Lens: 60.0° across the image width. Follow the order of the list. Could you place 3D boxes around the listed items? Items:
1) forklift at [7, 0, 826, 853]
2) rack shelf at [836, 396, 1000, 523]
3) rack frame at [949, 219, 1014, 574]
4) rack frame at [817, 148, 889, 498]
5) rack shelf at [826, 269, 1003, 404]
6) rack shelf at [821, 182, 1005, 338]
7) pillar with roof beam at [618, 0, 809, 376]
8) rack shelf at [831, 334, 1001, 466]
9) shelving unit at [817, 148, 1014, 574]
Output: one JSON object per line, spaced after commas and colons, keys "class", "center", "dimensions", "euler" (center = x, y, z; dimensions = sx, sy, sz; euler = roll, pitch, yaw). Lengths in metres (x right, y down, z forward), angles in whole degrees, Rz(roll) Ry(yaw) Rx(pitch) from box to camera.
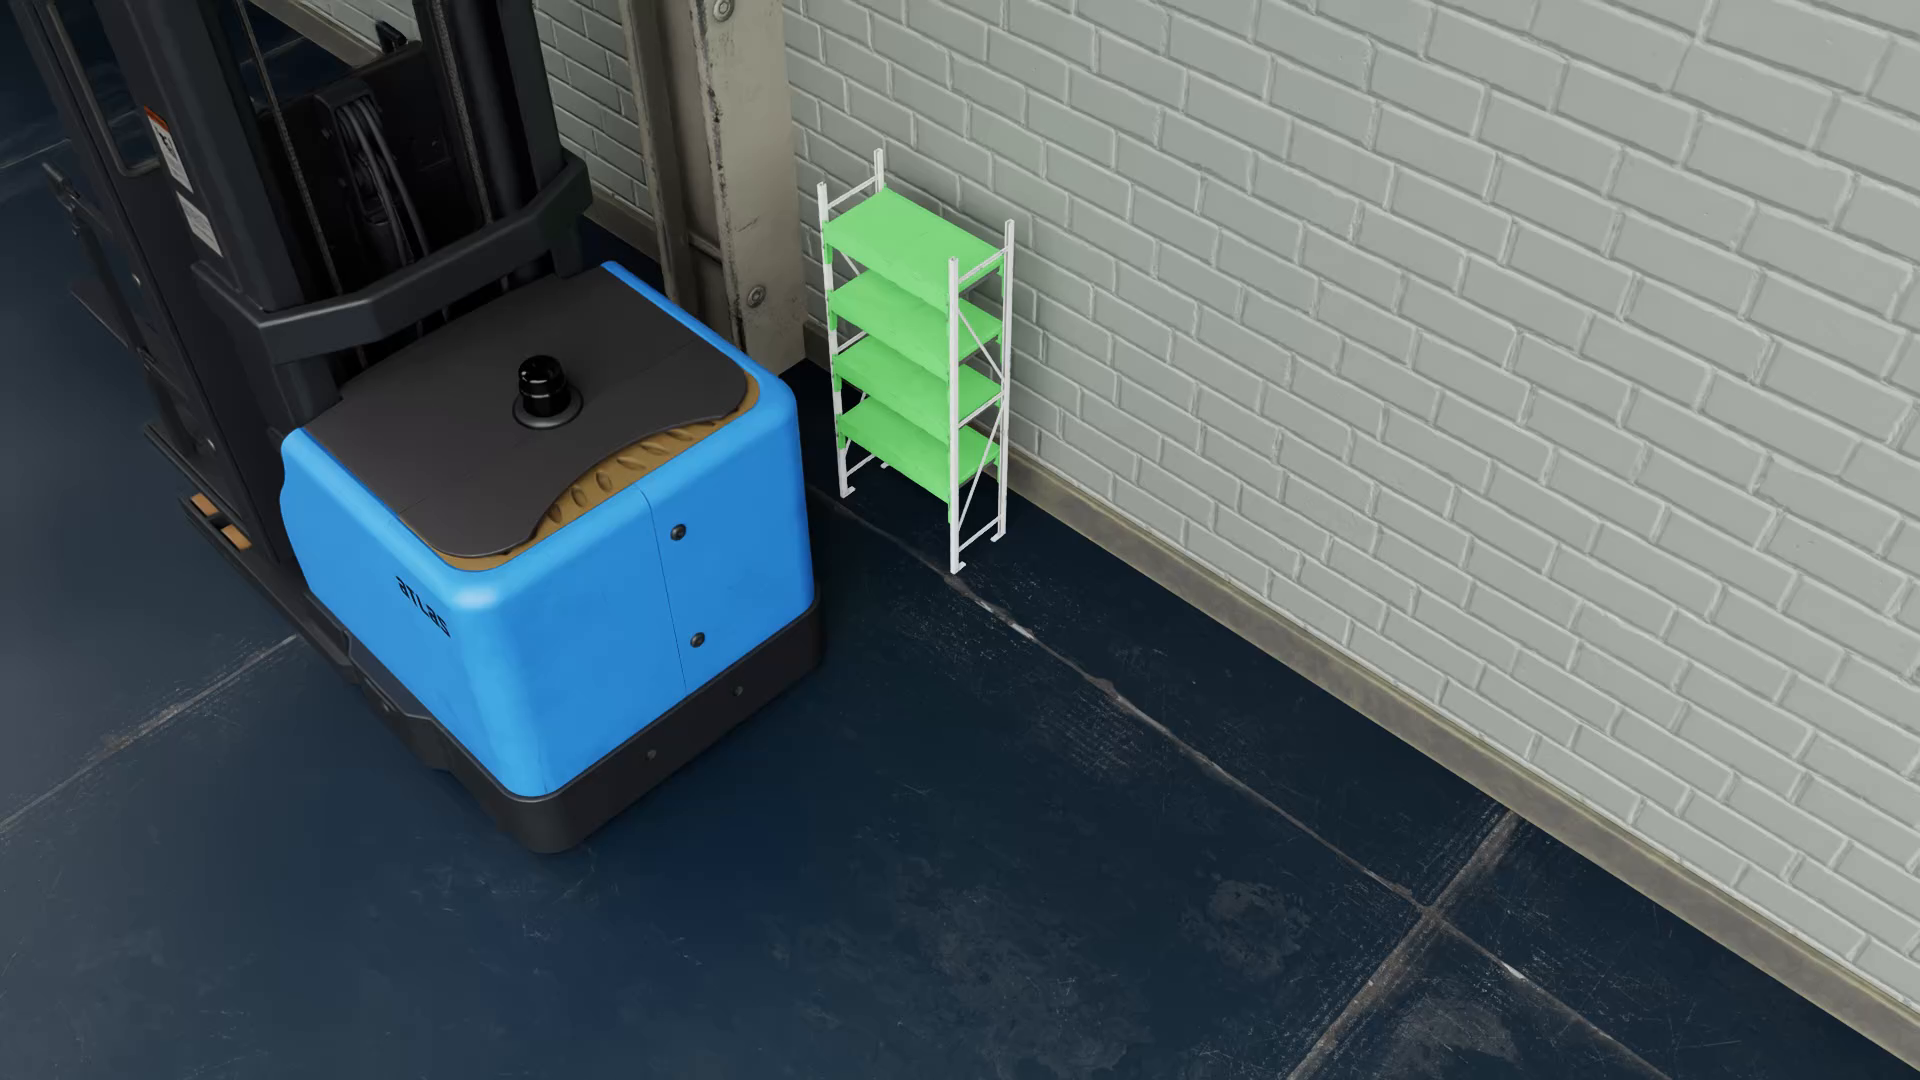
{"class": "forklift", "center": [-1.793, -1.145, 4.314], "dimensions": [3.031, 2.935, 1.130], "euler": [36, 56, 29]}
{"class": "rack shelf", "center": [-0.122, -0.285, 5.111], "dimensions": [0.480, 0.148, 0.258], "euler": [34, 55, 28]}
{"class": "rack frame", "center": [0.058, -0.372, 4.776], "dimensions": [0.015, 1.200, 0.240], "euler": [34, 55, 28]}
{"class": "rack frame", "center": [-0.301, -0.613, 5.003], "dimensions": [0.015, 1.200, 0.240], "euler": [34, 55, 28]}
{"class": "rack shelf", "center": [-0.122, -0.613, 4.761], "dimensions": [0.480, 0.148, 0.258], "euler": [34, 55, 28]}
{"class": "rack shelf", "center": [-0.122, -0.777, 4.586], "dimensions": [0.480, 0.148, 0.258], "euler": [34, 55, 28]}
{"class": "pillar with roof beam", "center": [-3.689, -1.453, 0.442], "dimensions": [0.400, 9.000, 9.100], "euler": [34, 55, 28]}
{"class": "rack shelf", "center": [-0.122, -0.449, 4.936], "dimensions": [0.480, 0.148, 0.258], "euler": [34, 55, 28]}
{"class": "shelving unit", "center": [-0.122, -0.493, 4.889], "dimensions": [0.503, 1.200, 0.258], "euler": [34, 55, 28]}
